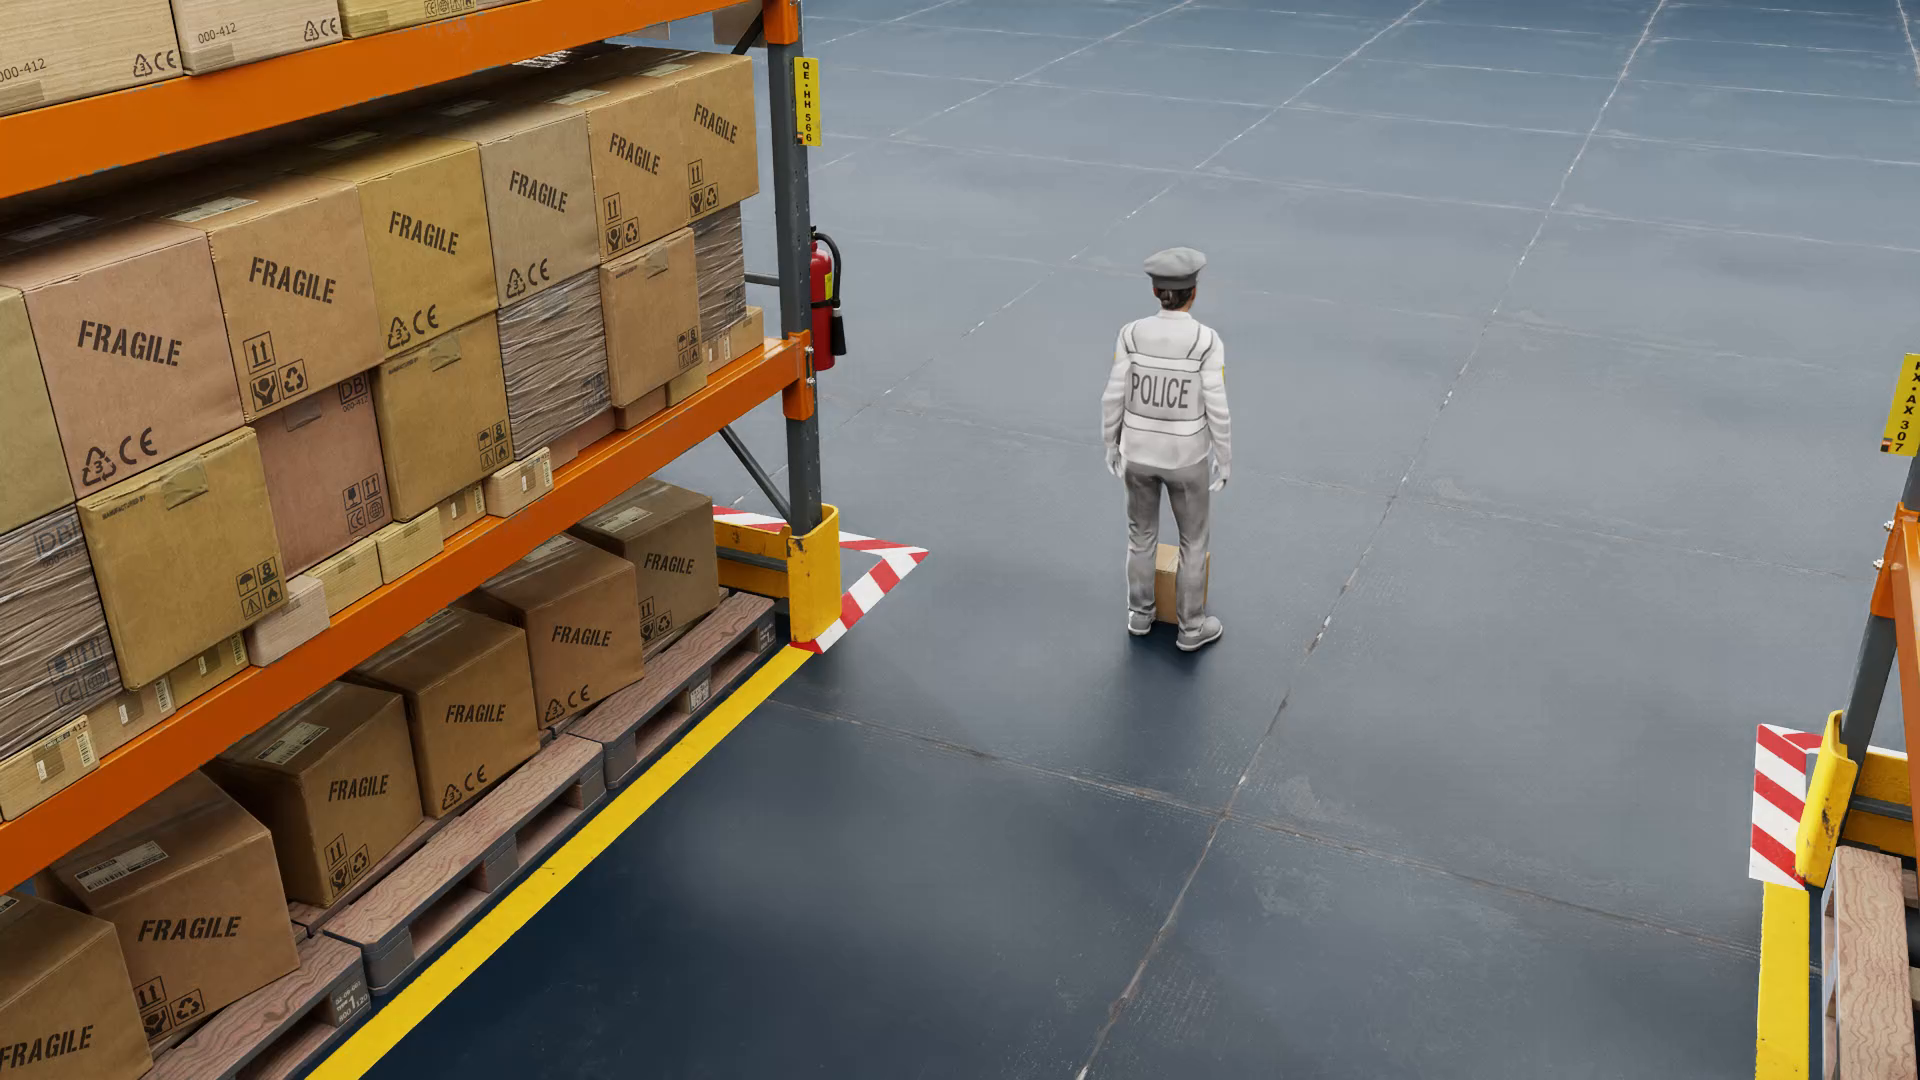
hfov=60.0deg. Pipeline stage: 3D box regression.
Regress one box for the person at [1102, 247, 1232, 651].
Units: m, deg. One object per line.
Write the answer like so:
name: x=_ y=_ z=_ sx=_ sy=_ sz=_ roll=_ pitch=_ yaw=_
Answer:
person: x=0.848 y=-0.348 z=6.814 sx=0.539 sy=1.663 sz=0.405 roll=11 pitch=28 yaw=21
